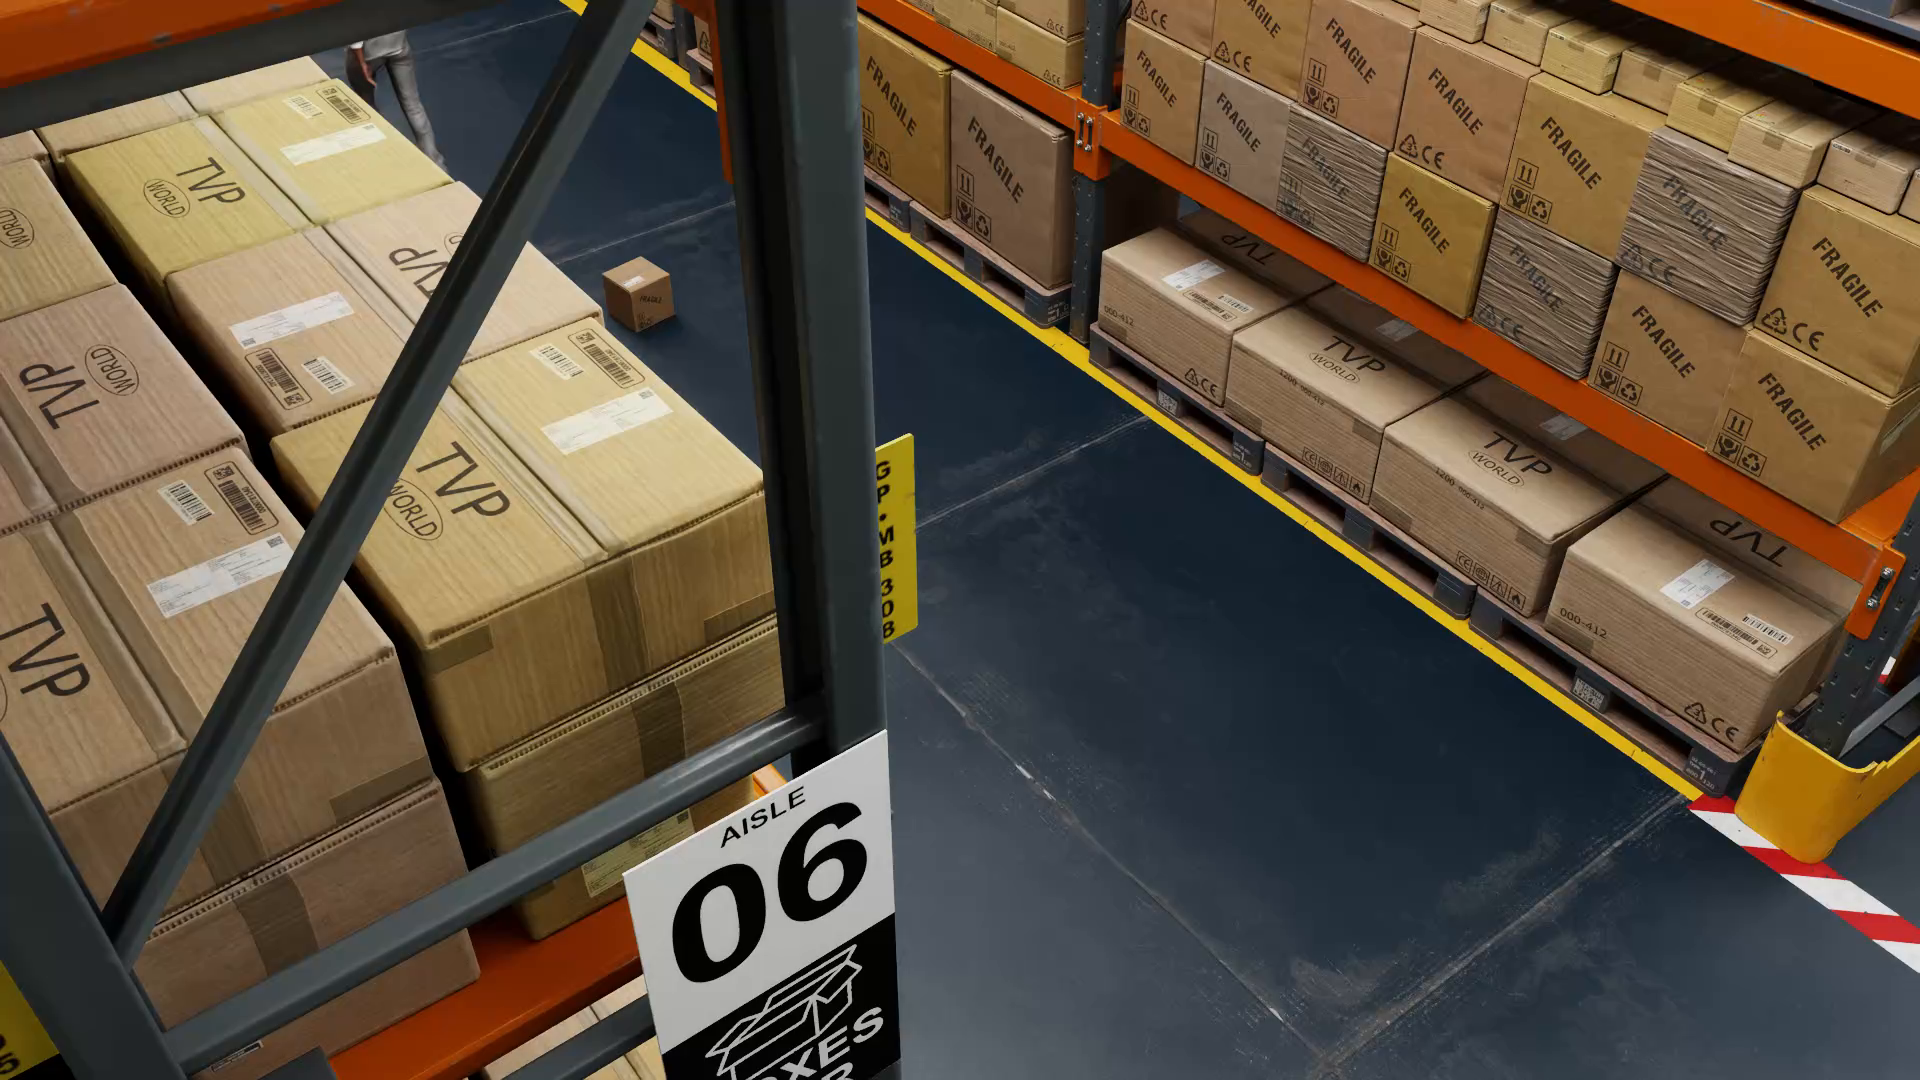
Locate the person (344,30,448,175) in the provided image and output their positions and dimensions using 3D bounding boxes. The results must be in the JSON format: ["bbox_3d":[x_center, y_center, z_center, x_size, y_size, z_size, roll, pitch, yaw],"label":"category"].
[{"bbox_3d":[-3.298,-2.802,9.397,0.405,1.540,0.943,-27,48,-28],"label":"person"}]
